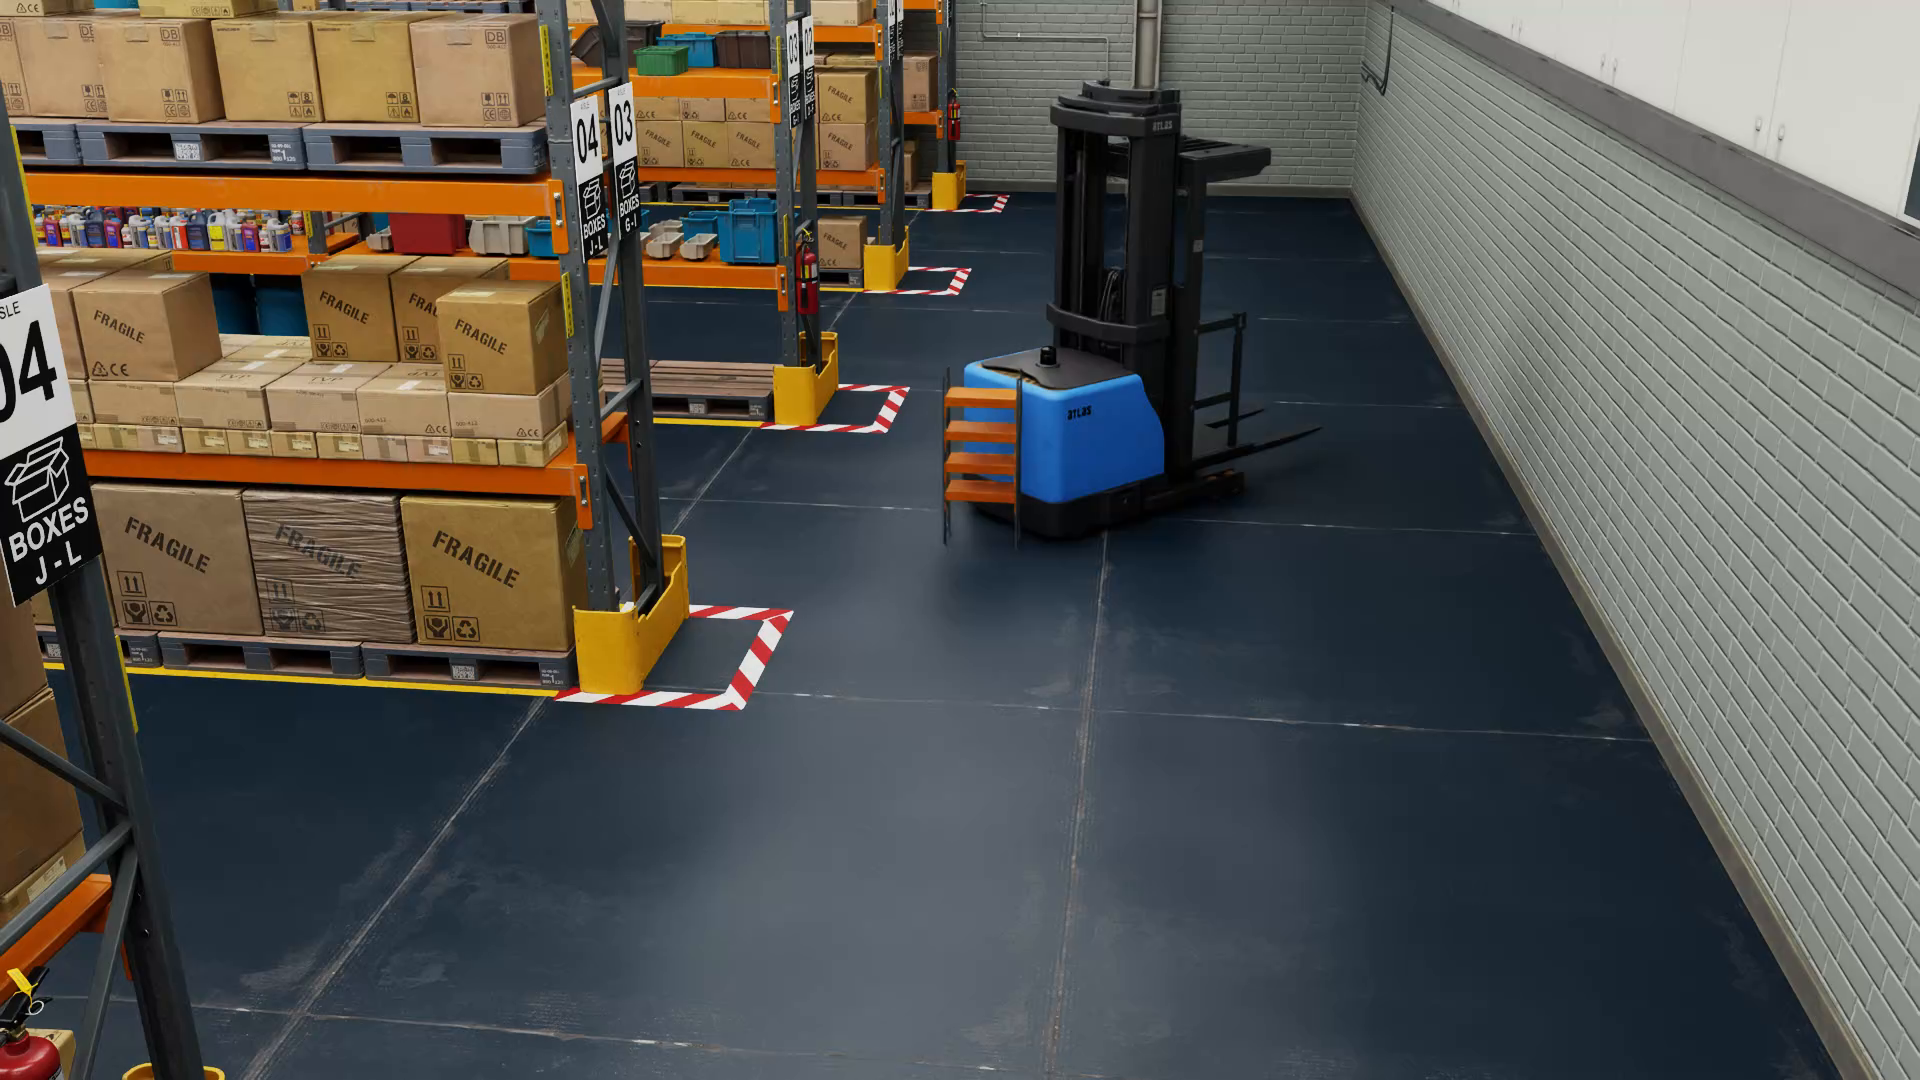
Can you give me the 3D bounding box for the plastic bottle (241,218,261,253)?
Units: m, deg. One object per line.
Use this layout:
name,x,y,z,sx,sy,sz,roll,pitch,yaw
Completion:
plastic bottle,-5.978,-2.569,14.017,0.133,0.283,0.061,2,22,6

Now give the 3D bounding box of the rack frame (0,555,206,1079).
rack frame,-2.608,1.057,4.686,0.127,3.000,1.000,2,22,6

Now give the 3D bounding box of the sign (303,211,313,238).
sign,-5.380,-2.659,13.709,0.005,0.325,0.100,2,22,6

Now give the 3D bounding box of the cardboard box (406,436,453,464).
cardboard box,-2.825,-0.550,9.092,0.250,0.149,0.380,3,22,6

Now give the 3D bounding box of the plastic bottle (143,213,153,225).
plastic bottle,-6.974,-2.670,14.288,0.097,0.271,0.097,0,22,0

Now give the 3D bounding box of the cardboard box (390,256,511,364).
cardboard box,-2.866,-1.308,9.447,0.500,0.500,0.500,2,22,5

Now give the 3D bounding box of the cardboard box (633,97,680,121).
cardboard box,-3.269,-4.883,18.215,0.500,0.500,0.500,2,22,5

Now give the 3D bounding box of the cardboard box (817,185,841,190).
cardboard box,-1.879,-5.245,23.455,0.500,0.500,0.700,2,22,5

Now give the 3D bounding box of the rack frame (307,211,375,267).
rack frame,-5.314,-2.731,14.268,0.127,3.000,1.000,2,22,6

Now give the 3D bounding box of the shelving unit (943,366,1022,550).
shelving unit,0.150,-0.548,11.194,0.503,1.200,0.258,3,22,7

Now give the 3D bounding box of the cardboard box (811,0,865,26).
cardboard box,-1.296,-5.617,17.693,0.500,0.250,0.500,2,22,6

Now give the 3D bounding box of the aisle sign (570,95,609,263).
aisle sign,-1.888,-1.846,8.493,0.004,0.787,0.394,2,22,6

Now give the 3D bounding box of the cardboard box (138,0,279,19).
cardboard box,-3.929,-2.873,8.683,0.500,0.250,0.500,2,22,5

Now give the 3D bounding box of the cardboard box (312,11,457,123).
cardboard box,-2.992,-2.504,8.771,0.500,0.500,0.700,2,22,4

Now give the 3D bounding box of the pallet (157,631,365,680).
pallet,-3.936,0.488,9.920,1.213,0.211,1.003,2,22,6

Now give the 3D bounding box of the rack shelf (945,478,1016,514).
rack shelf,0.150,-0.301,11.291,0.480,0.148,0.258,3,22,7

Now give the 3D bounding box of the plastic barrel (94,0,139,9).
plastic barrel,-7.027,-4.572,13.592,0.708,0.901,0.600,2,22,6

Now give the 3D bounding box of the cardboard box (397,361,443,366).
cardboard box,-2.886,-0.958,9.581,0.500,0.250,0.500,2,22,6

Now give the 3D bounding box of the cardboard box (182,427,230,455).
cardboard box,-4.094,-0.605,9.231,0.250,0.149,0.380,2,22,5

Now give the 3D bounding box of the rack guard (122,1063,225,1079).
rack guard,-2.684,2.216,5.154,0.348,0.500,1.175,2,22,6

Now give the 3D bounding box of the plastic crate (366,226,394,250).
plastic crate,-4.868,-2.564,14.122,0.243,0.136,0.396,2,22,6

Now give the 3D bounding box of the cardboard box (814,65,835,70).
cardboard box,-1.684,-5.013,18.544,0.500,0.500,0.500,3,22,7

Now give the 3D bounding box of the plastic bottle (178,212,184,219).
plastic bottle,-6.874,-2.801,14.716,0.097,0.201,0.097,0,22,0

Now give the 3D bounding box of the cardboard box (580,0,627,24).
cardboard box,-3.777,-5.730,17.978,0.500,0.250,0.500,2,22,6

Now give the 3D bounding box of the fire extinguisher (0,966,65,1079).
fire extinguisher,-2.413,1.446,4.315,0.183,0.674,0.296,2,22,6

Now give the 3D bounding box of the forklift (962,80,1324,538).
forklift,1.479,-1.800,12.006,3.031,2.935,1.130,-16,27,-36

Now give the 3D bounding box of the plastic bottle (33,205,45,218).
plastic bottle,-8.299,-2.952,15.003,0.097,0.271,0.097,0,22,0

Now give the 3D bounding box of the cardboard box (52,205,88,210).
cardboard box,-10.266,-3.865,19.543,0.500,0.311,0.500,2,22,6

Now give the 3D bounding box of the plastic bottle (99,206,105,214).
plastic bottle,-7.699,-2.939,14.952,0.133,0.283,0.061,2,22,6

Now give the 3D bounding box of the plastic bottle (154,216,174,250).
plastic bottle,-6.740,-2.616,14.145,0.135,0.276,0.152,2,22,6

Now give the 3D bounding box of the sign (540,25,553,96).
sign,-2.002,-2.322,8.057,0.005,0.325,0.100,2,22,6

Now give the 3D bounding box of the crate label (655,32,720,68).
crate label,-2.220,-4.042,13.705,0.502,0.251,0.408,2,22,6

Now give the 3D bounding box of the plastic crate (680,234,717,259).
plastic crate,-2.173,-2.432,13.789,0.243,0.136,0.396,2,22,6

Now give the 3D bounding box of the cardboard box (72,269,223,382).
cardboard box,-4.446,-1.181,9.126,0.500,0.500,0.500,2,22,5

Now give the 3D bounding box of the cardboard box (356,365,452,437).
cardboard box,-2.940,-0.764,9.093,0.500,0.250,0.500,2,22,5

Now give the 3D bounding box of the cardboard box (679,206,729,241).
cardboard box,-2.861,-3.504,19.019,0.637,0.503,0.797,2,22,6

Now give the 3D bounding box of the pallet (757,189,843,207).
pallet,-2.187,-4.938,23.643,1.213,0.211,1.003,2,22,6

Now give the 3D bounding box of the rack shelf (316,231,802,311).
rack shelf,-3.328,-2.310,14.181,4.000,0.370,1.077,2,22,6

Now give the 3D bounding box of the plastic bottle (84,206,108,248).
plastic bottle,-7.359,-2.676,14.196,0.185,0.351,0.144,2,22,6

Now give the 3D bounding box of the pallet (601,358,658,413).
pallet,-3.364,-1.365,14.605,1.213,0.211,1.003,2,22,6

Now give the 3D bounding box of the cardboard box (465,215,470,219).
cardboard box,-5.741,-3.523,19.072,0.500,0.500,0.500,3,22,6

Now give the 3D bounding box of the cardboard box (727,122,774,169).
cardboard box,-2.242,-4.377,18.296,0.500,0.500,0.500,3,22,7

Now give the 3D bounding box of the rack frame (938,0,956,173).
rack frame,-0.176,-6.175,22.979,0.127,3.000,1.000,2,22,6

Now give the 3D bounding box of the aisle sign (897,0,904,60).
aisle sign,-0.652,-5.679,18.190,0.004,0.787,0.394,2,22,6

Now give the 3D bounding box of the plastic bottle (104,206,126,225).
plastic bottle,-7.546,-2.948,14.883,0.185,0.351,0.144,2,22,6

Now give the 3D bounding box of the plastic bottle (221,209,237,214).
plastic bottle,-6.510,-2.887,14.820,0.133,0.283,0.061,2,22,6

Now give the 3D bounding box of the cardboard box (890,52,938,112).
cardboard box,-0.683,-6.333,22.970,0.700,0.700,0.980,3,22,9

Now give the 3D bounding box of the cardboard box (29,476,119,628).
cardboard box,-5.251,-0.072,9.861,0.875,0.875,0.875,2,22,6

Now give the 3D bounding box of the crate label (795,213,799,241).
crate label,-1.548,-2.639,14.181,0.303,0.233,0.416,2,22,6

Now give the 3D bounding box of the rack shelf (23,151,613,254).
rack shelf,-3.910,-1.896,9.056,4.000,0.370,1.077,2,22,6

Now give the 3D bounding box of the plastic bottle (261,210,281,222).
plastic bottle,-6.092,-2.848,14.733,0.135,0.276,0.152,2,22,6
